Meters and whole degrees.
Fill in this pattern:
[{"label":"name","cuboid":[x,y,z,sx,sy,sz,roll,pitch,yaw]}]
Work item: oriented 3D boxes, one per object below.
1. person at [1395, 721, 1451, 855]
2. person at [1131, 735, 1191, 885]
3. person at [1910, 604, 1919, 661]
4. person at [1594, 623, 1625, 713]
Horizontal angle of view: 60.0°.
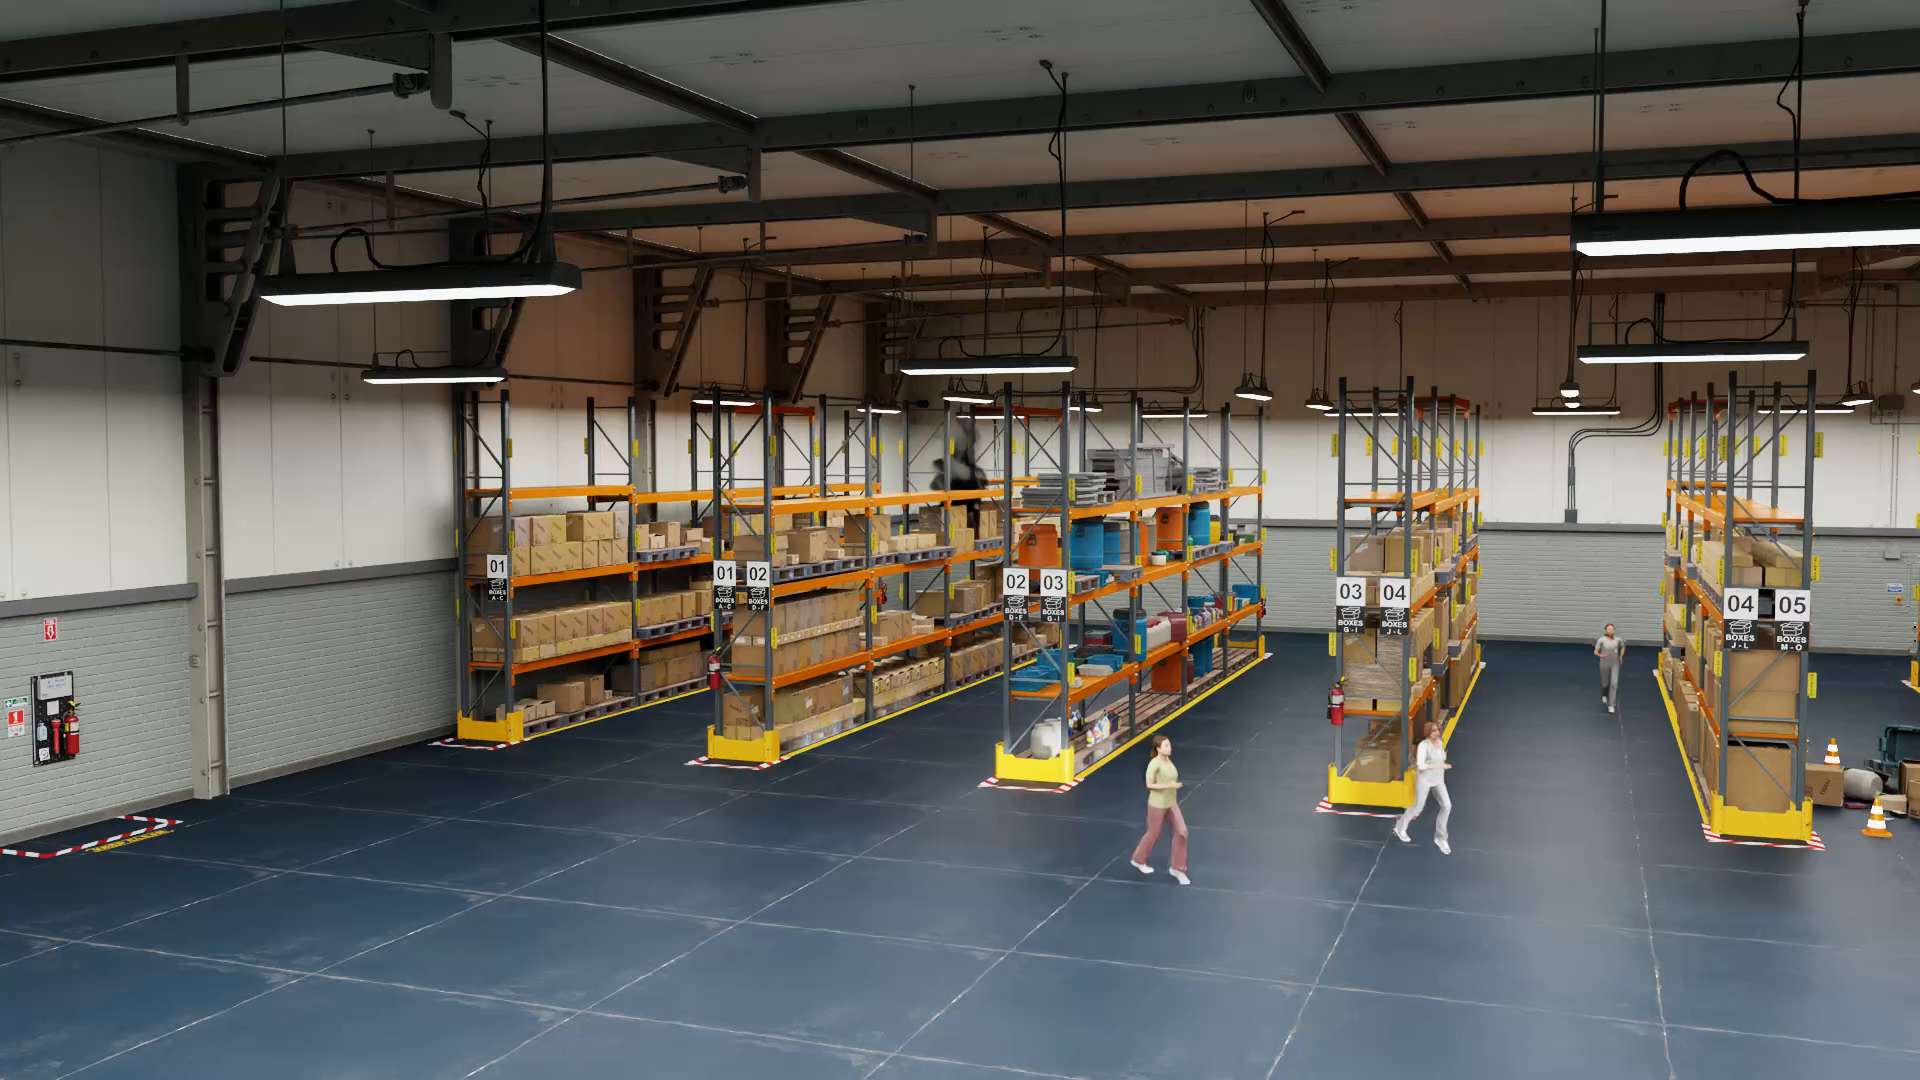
[{"label":"person","cuboid":[5.837,3.060,20.761,0.548,1.632,0.844,-2,4,-28]},{"label":"person","cuboid":[2.303,3.109,19.238,0.563,1.724,0.778,-3,4,-45]},{"label":"person","cuboid":[21.072,2.181,36.115,0.756,1.750,0.807,2,4,35]},{"label":"person","cuboid":[12.381,2.417,31.689,0.568,1.663,0.935,1,3,15]}]
